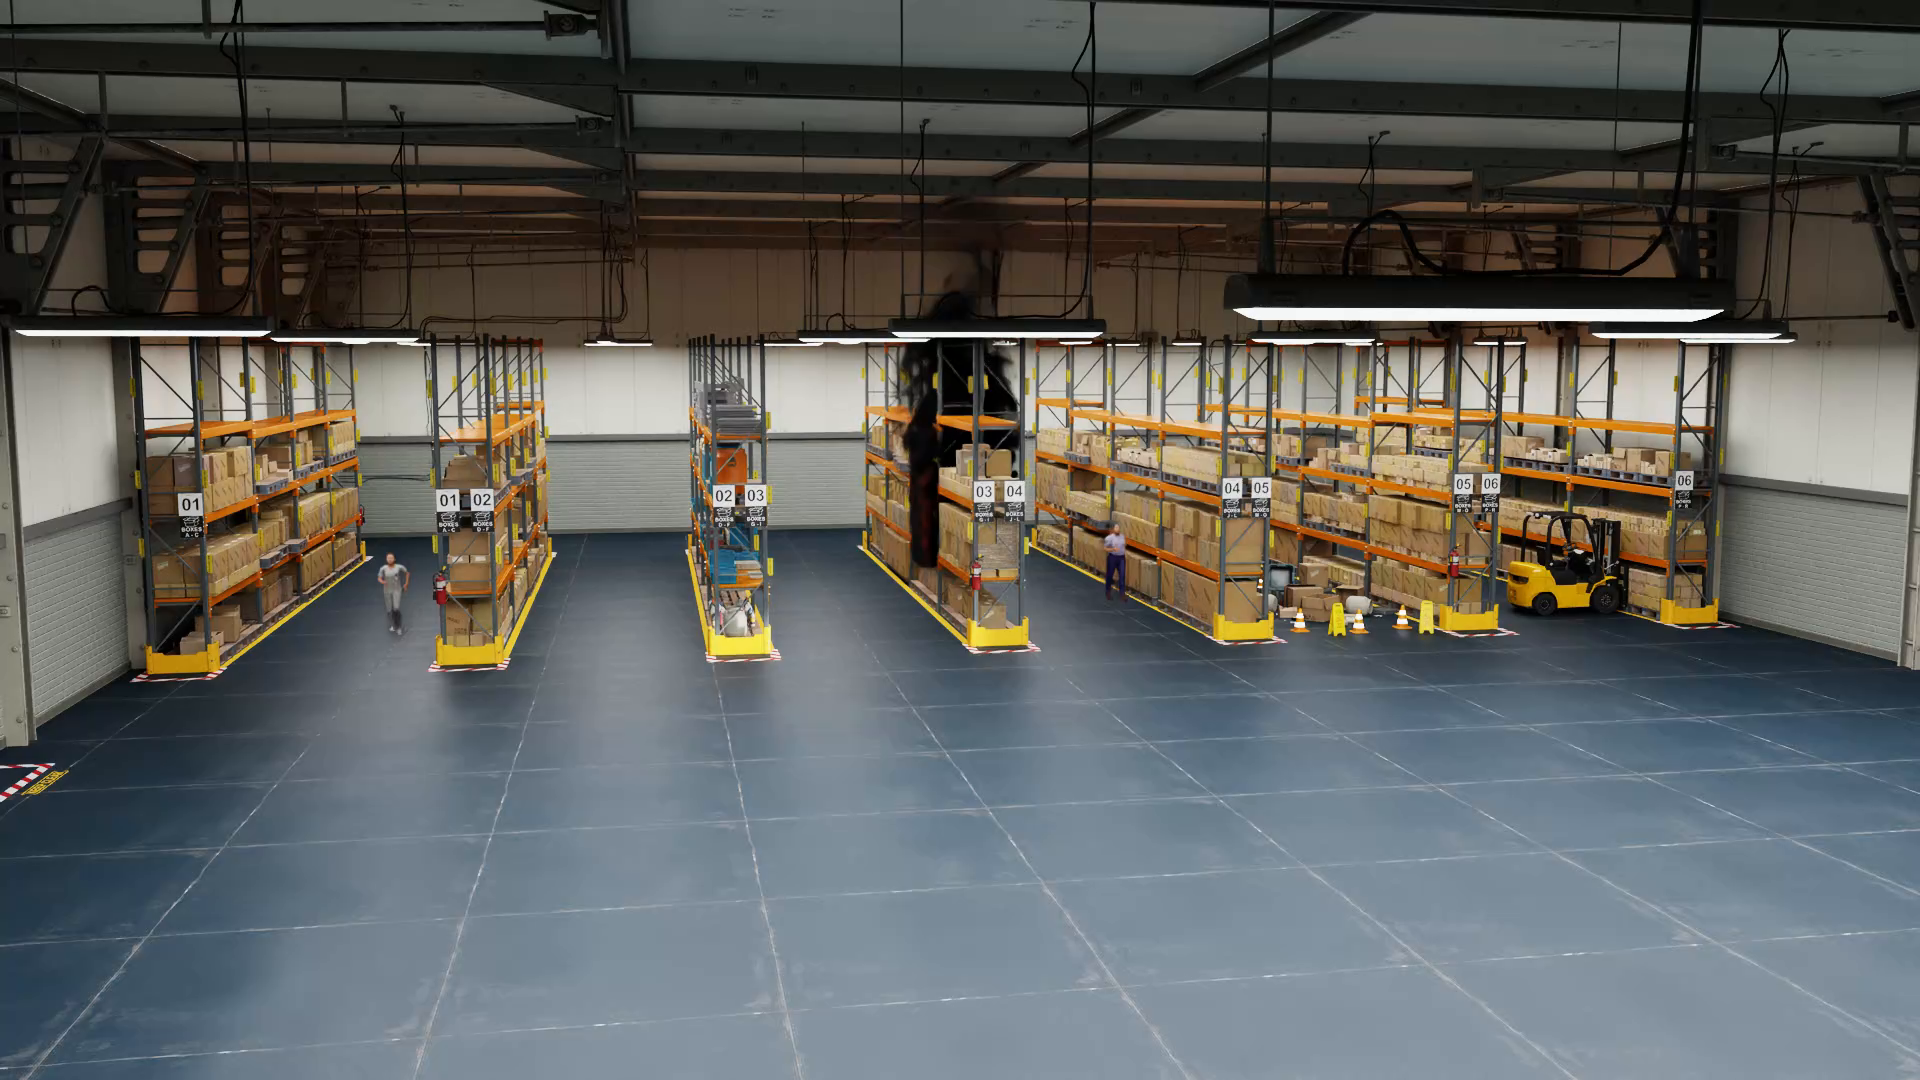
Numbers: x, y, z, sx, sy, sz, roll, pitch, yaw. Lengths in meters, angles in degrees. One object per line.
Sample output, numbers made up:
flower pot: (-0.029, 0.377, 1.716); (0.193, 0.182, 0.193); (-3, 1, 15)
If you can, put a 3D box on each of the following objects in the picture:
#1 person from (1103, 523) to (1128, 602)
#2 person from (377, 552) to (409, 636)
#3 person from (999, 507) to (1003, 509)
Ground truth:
person: (3.390, 0.484, 36.007); (0.608, 1.697, 0.822); (-2, 7, -16)
person: (-11.370, 1.090, 33.372); (0.576, 1.714, 0.705); (-1, 7, -12)
person: (0.888, -0.605, 48.309); (0.759, 1.633, 0.674); (1, 7, 7)
